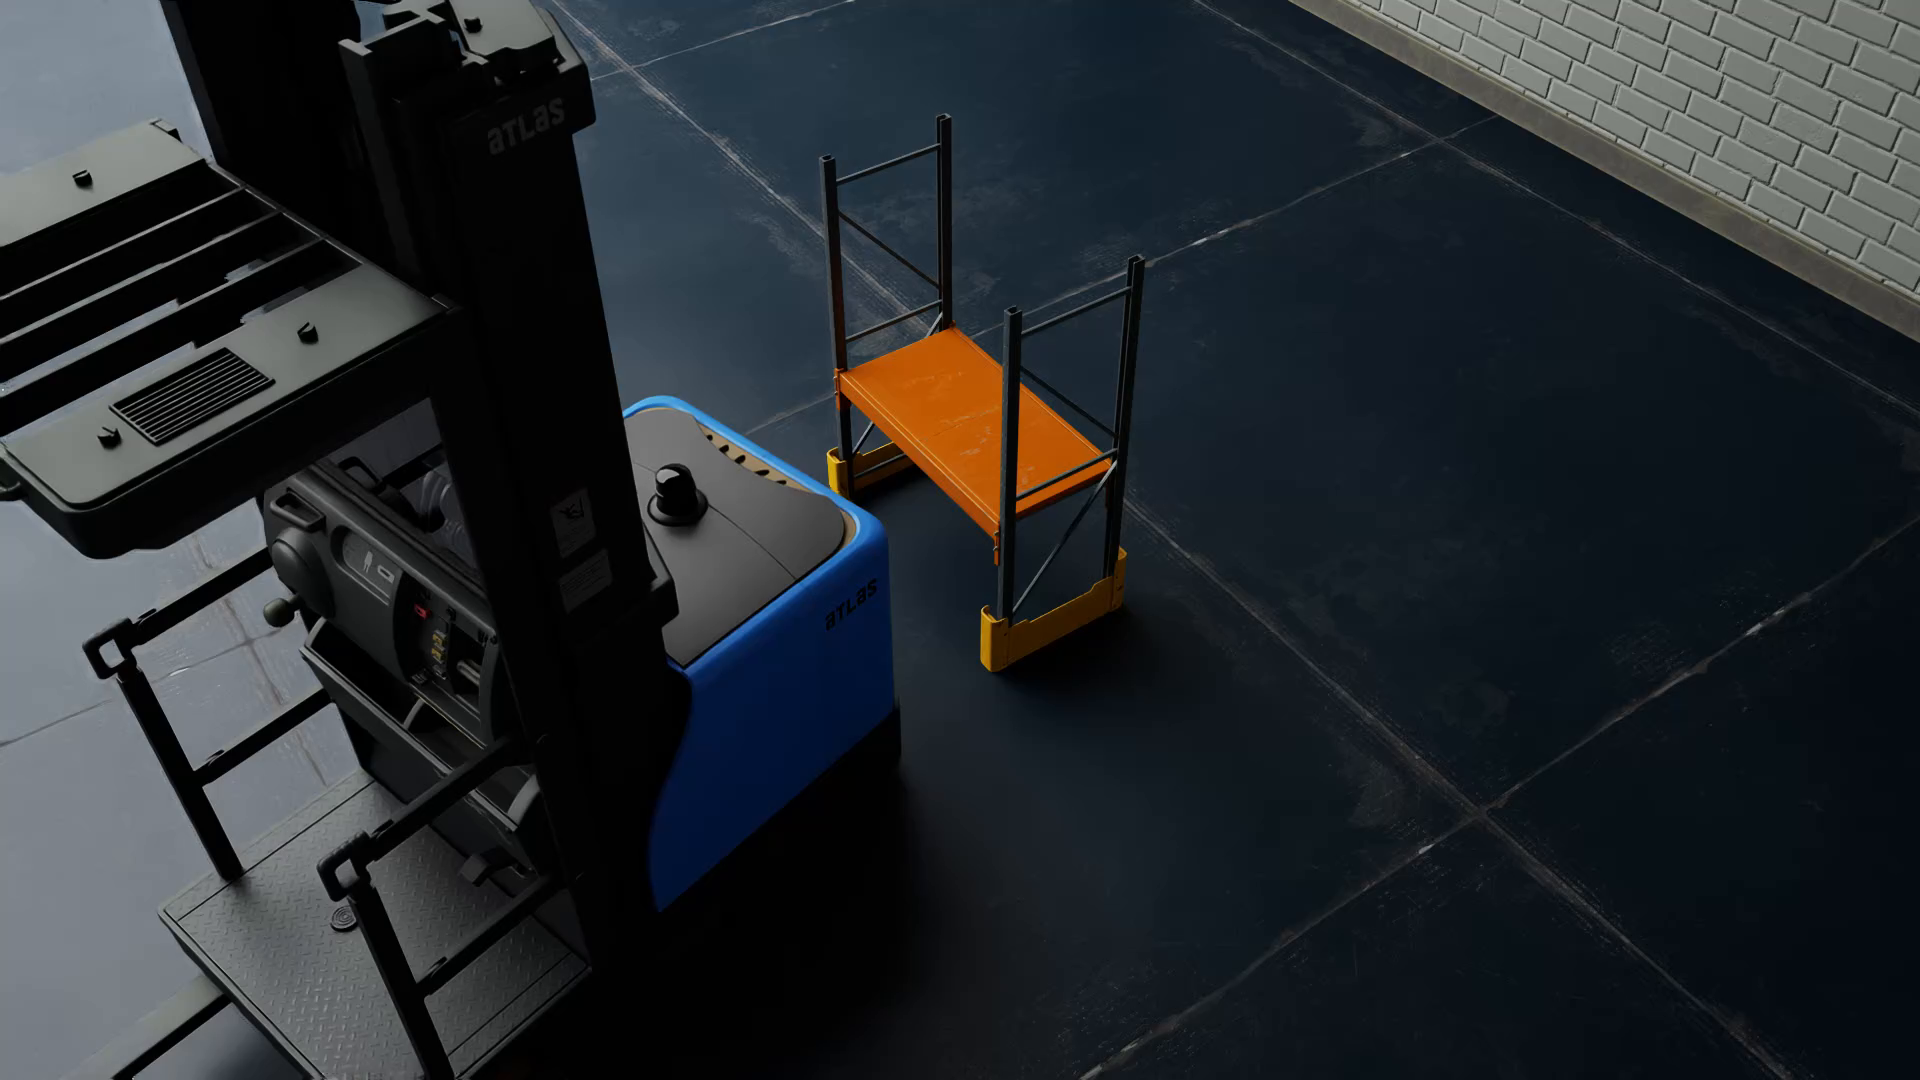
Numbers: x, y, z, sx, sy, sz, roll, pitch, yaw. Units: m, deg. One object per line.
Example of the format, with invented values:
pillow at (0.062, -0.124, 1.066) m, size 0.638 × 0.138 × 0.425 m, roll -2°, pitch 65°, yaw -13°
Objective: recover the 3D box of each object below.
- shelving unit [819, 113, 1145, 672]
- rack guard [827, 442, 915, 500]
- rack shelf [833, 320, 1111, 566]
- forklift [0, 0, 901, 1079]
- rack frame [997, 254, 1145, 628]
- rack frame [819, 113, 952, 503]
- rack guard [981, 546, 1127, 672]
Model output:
shelving unit at (0.044, -0.499, 5.687) m, size 0.587 × 1.500 × 1.083 m, roll -26°, pitch 49°, yaw -24°
rack guard at (-0.241, -0.329, 6.414) m, size 0.587 × 0.250 × 0.087 m, roll -26°, pitch 49°, yaw -24°
rack shelf at (0.049, -0.364, 5.806) m, size 0.538 × 0.185 × 1.000 m, roll -26°, pitch 49°, yaw -24°
forklift at (-1.534, 0.227, 3.889) m, size 1.130 × 2.935 × 3.031 m, roll 31°, pitch 52°, yaw 28°
rack frame at (0.340, -0.206, 5.380) m, size 0.500 × 1.500 × 0.032 m, roll -26°, pitch 49°, yaw -24°
rack frame at (-0.242, -0.782, 5.983) m, size 0.500 × 1.500 × 0.032 m, roll -26°, pitch 49°, yaw -24°
rack guard at (0.329, 0.235, 5.823) m, size 0.587 × 0.250 × 0.087 m, roll -26°, pitch 49°, yaw -24°
